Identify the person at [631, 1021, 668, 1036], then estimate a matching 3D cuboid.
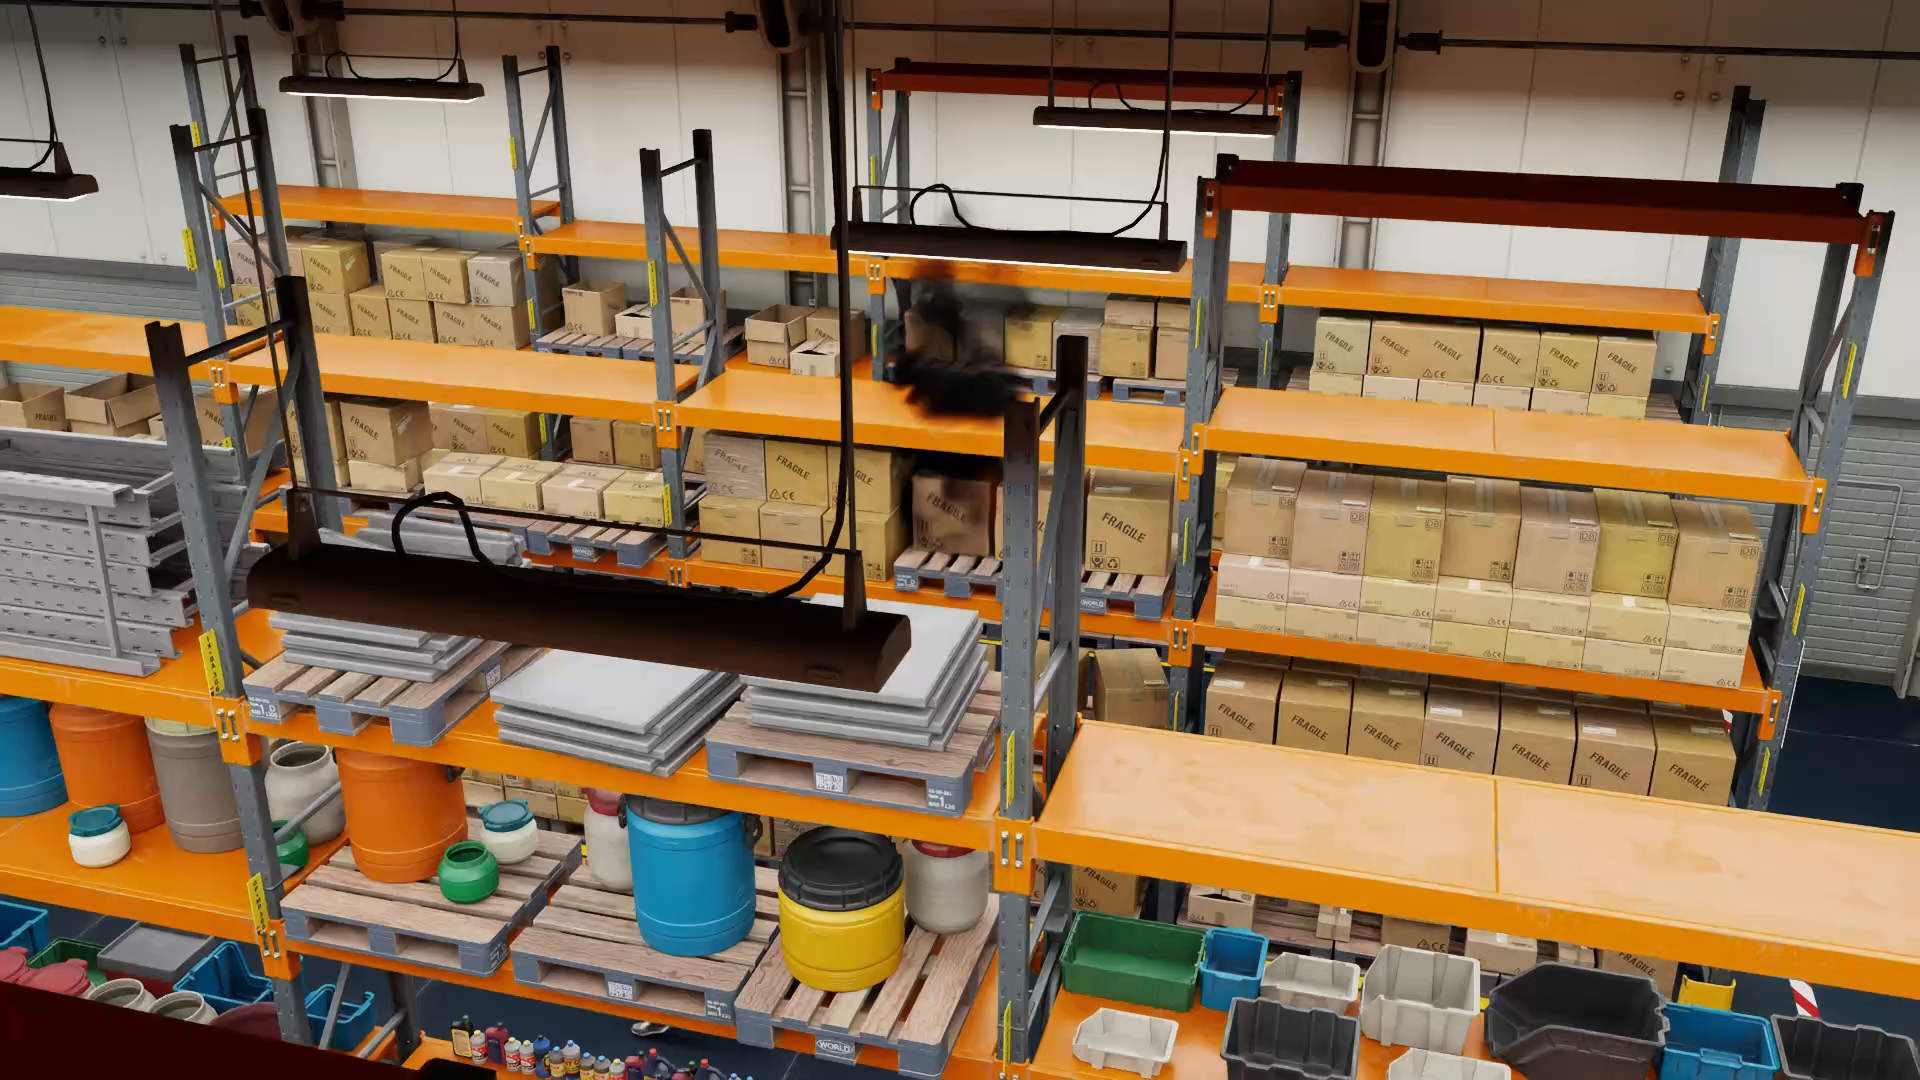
[{"bbox_3d":[-2.008,2.871,11.817,0.790,1.586,0.538,1,23,3],"label":"person"}]
